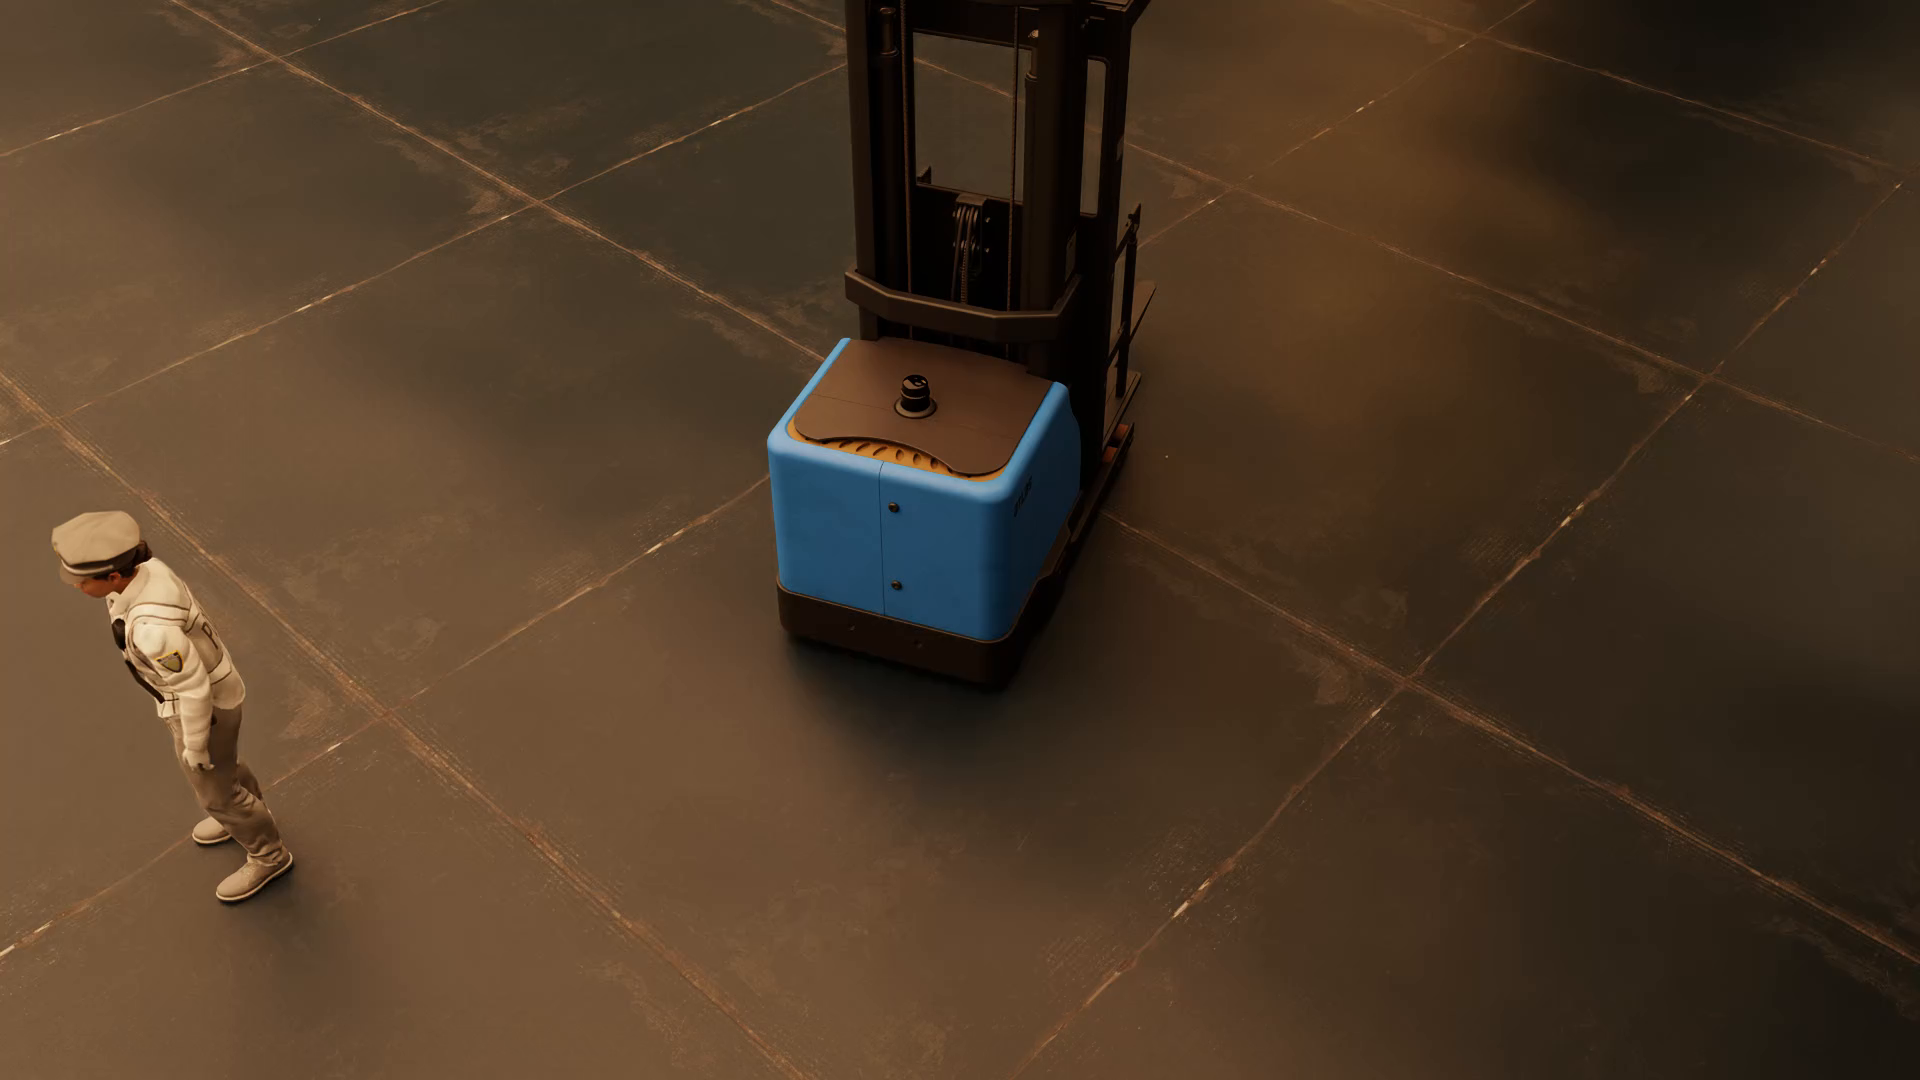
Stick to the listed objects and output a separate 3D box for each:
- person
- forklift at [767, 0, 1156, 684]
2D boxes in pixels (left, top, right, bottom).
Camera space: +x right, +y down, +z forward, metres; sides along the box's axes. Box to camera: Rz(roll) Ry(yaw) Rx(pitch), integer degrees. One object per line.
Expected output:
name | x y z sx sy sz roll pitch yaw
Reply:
person | -2.665 0.568 5.740 0.375 1.664 0.529 -23 46 -25
forklift | 0.211 -1.484 7.158 1.130 2.935 3.031 14 42 15
